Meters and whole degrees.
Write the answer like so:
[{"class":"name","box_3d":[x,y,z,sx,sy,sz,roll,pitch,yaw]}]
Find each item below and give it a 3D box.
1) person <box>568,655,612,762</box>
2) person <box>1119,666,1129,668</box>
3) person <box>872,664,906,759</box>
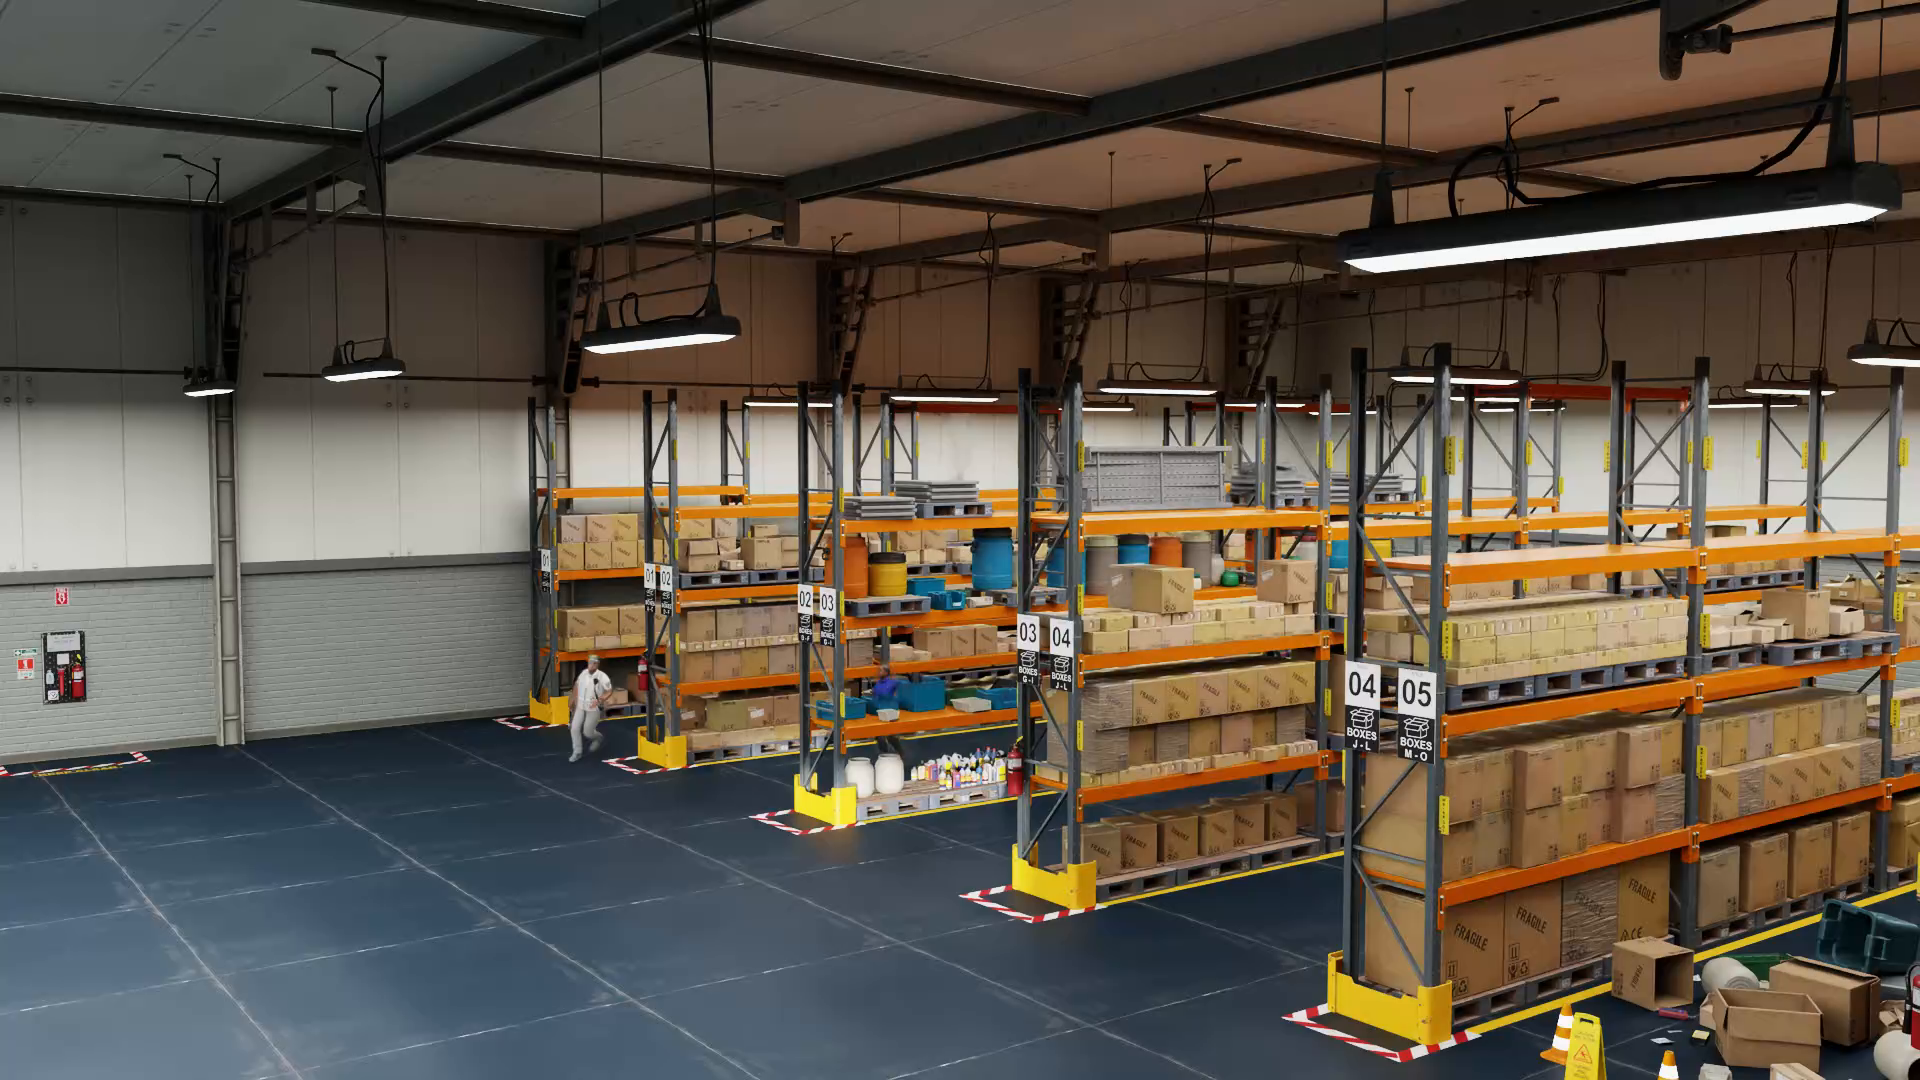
[{"class":"person","box_3d":[-5.998,2.721,27.093,0.699,1.751,0.740,1,4,16]},{"class":"person","box_3d":[2.555,2.613,28.162,0.618,1.745,0.643,-2,4,-32]},{"class":"person","box_3d":[-1.115,2.796,26.238,0.880,1.693,0.586,-3,4,-41]}]
